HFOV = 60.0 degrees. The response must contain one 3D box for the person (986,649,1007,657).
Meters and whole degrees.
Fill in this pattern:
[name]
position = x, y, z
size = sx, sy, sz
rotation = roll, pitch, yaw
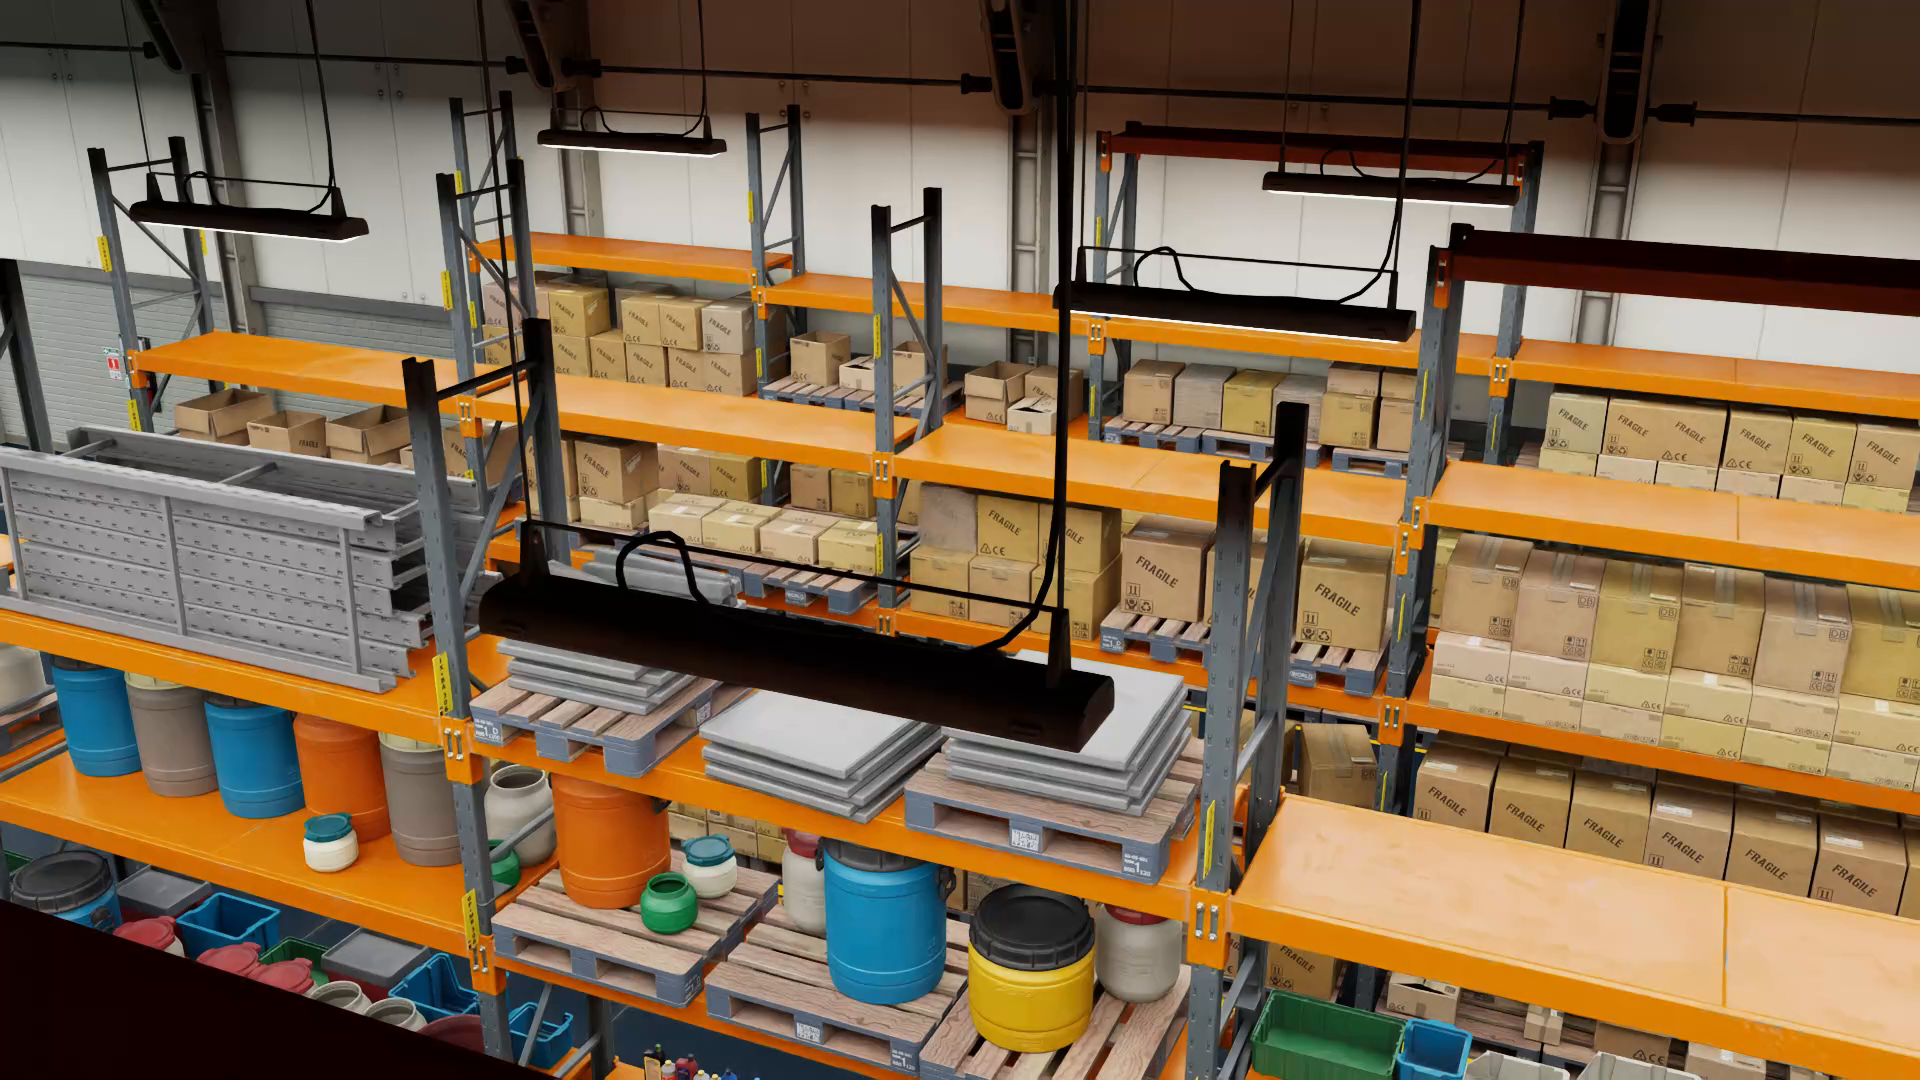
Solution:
[person]
position = 0.281, 1.674, 15.949
size = 0.763, 1.674, 0.521
rotation = 7, 22, 17
